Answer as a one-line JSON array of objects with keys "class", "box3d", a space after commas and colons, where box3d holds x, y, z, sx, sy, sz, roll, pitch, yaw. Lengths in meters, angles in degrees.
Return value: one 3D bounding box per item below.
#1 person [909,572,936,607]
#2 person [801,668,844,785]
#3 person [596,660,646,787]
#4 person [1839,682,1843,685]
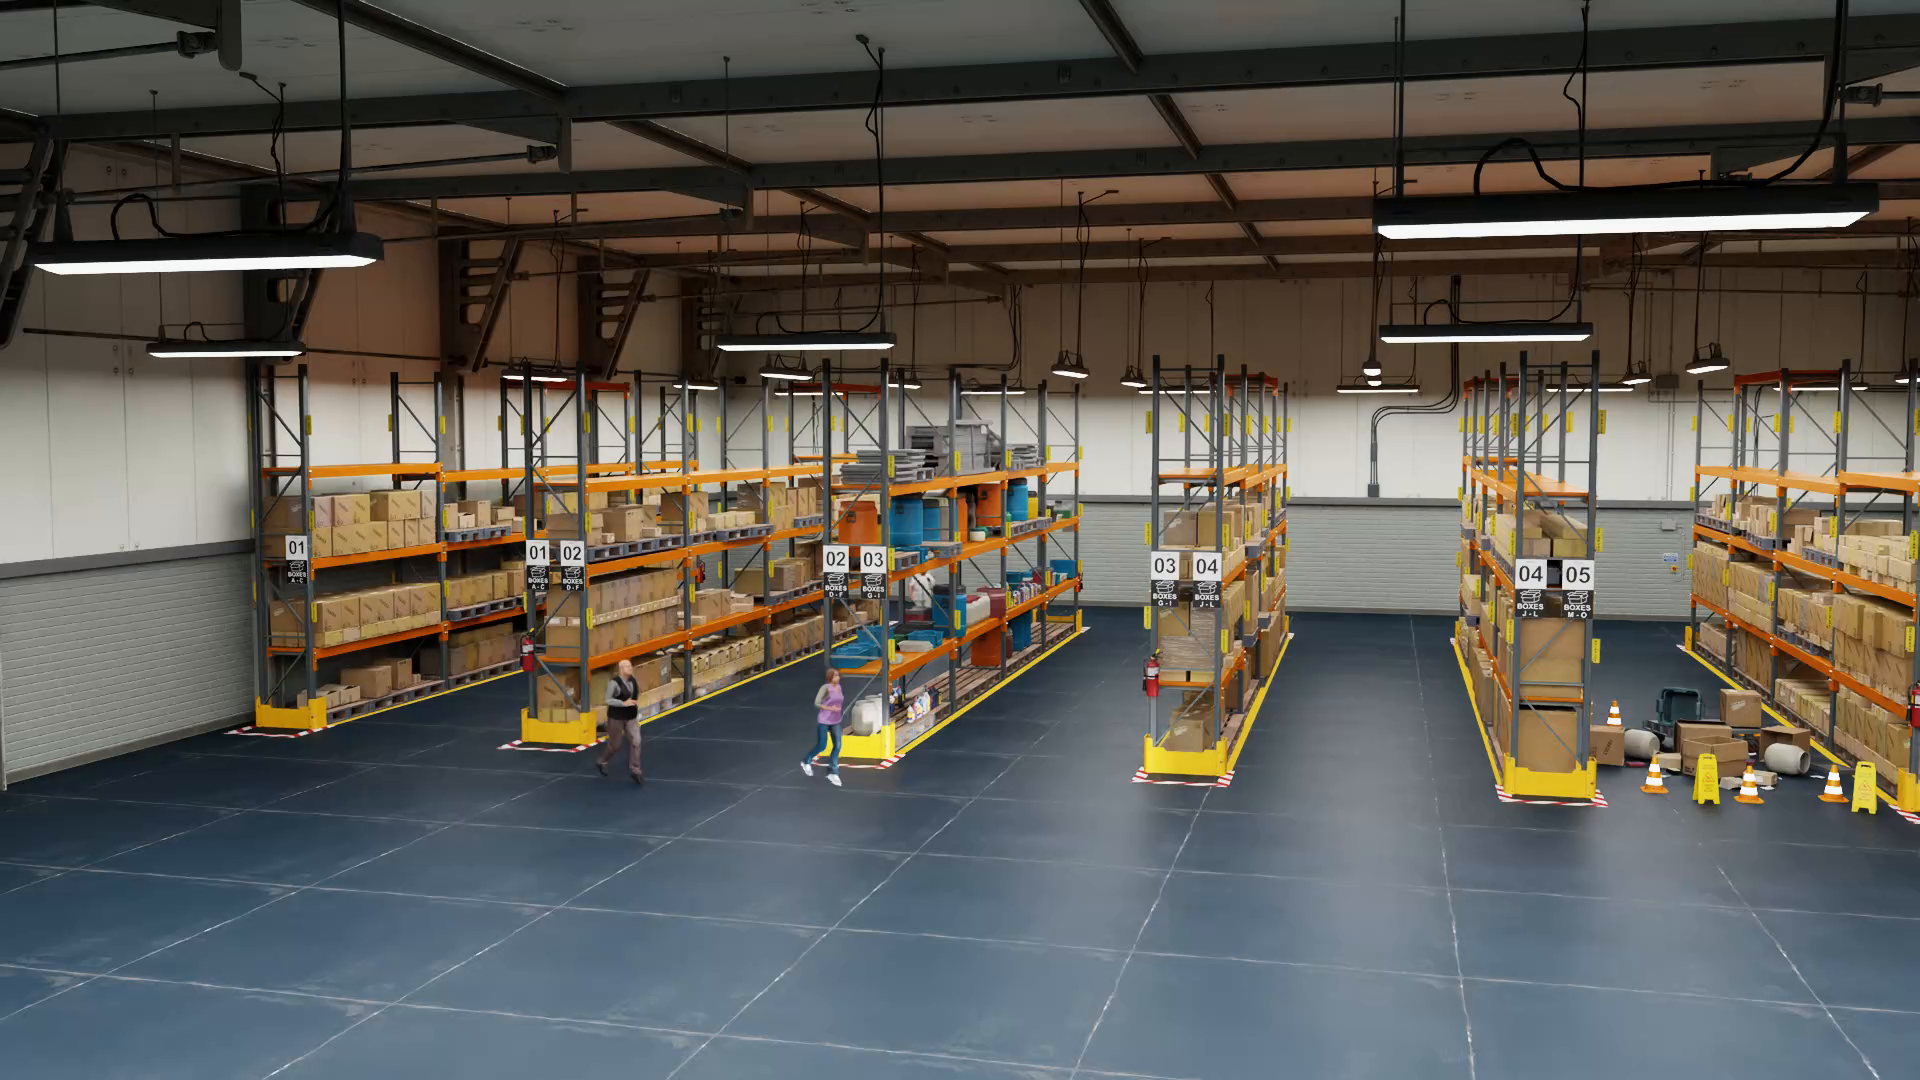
[{"class": "person", "box3d": [-0.884, 1.396, 39.834, 0.671, 1.746, 0.648, 0, 4, -1]}, {"class": "person", "box3d": [-1.860, 2.603, 23.460, 0.777, 1.590, 0.549, 4, 6, 44]}, {"class": "person", "box3d": [-4.753, 2.541, 23.301, 0.970, 1.755, 0.677, 3, 5, 37]}, {"class": "person", "box3d": [16.937, 2.018, 31.637, 0.504, 1.638, 0.711, 1, 4, 14]}]
